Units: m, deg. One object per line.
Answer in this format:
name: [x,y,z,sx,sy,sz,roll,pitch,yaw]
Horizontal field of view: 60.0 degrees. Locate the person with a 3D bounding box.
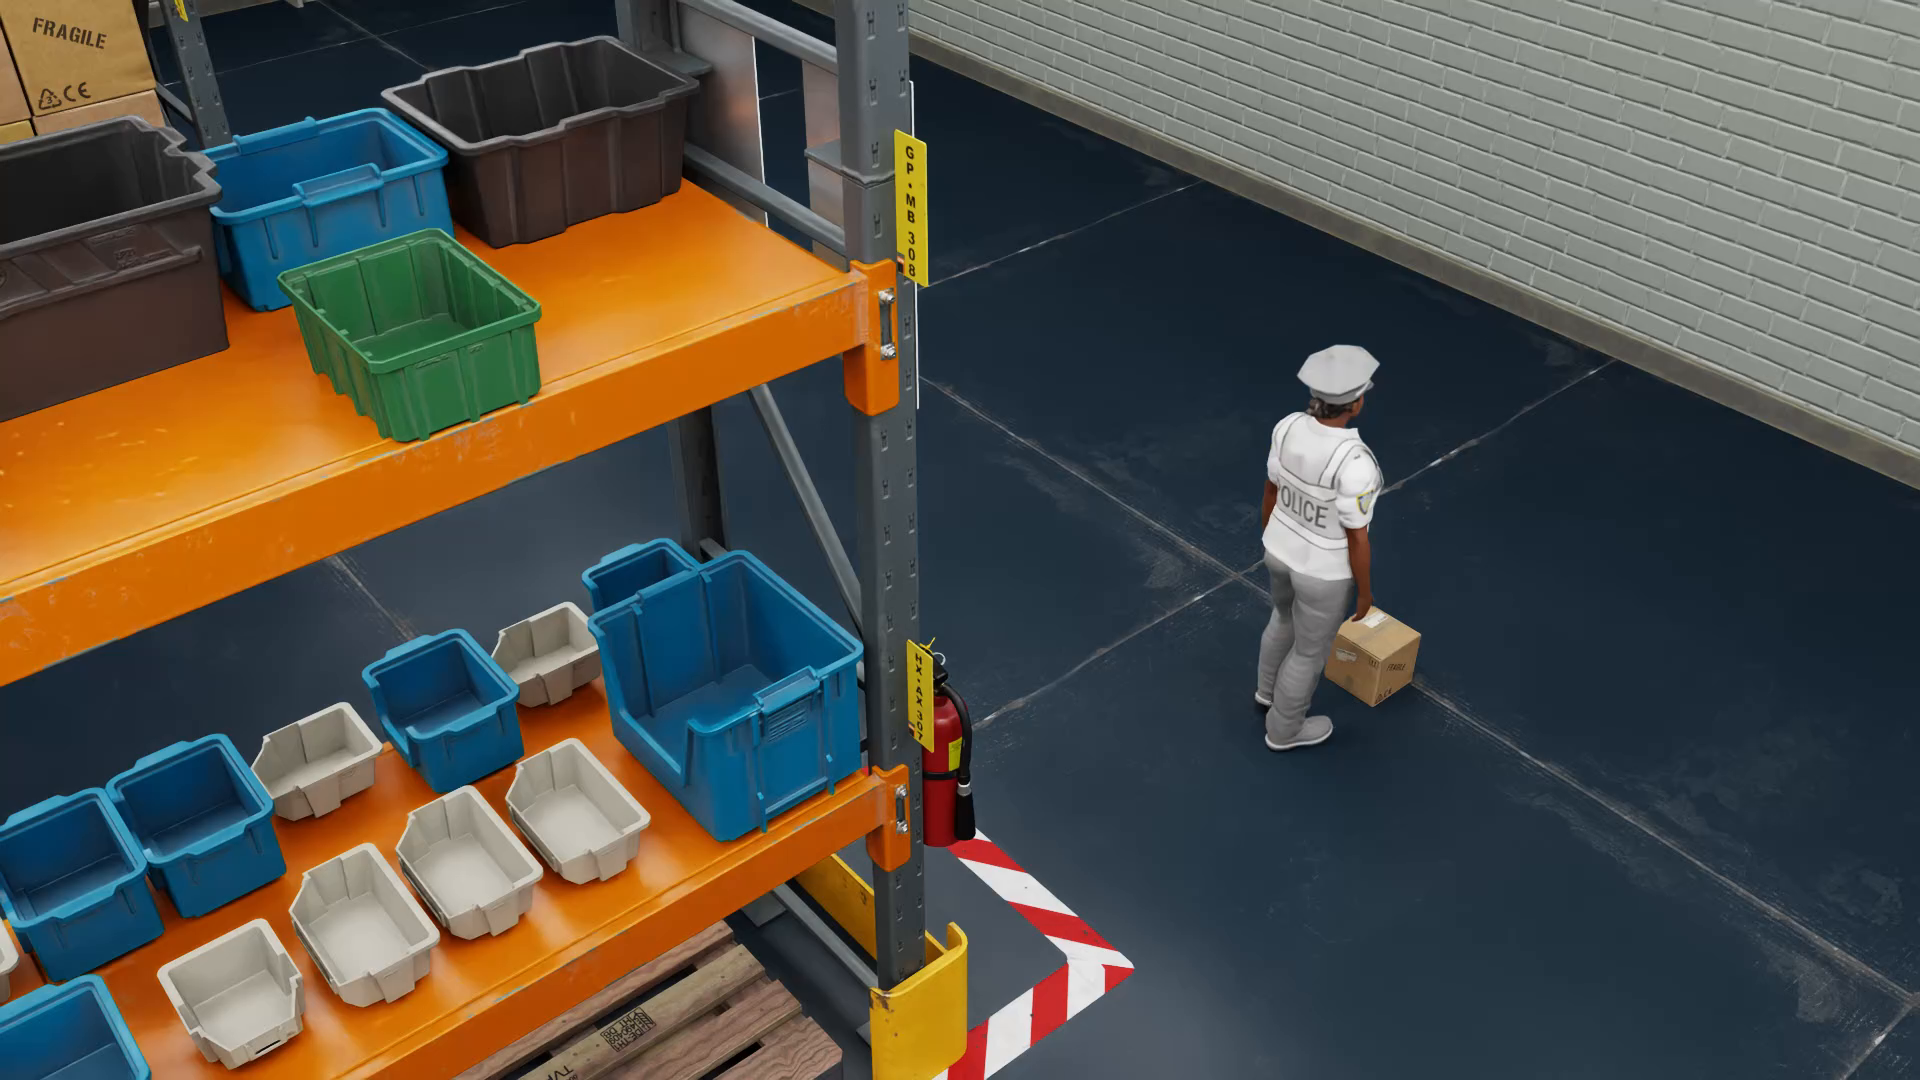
person: [1.330,0.074,6.056,0.442,1.714,0.496,-20,41,-25]
